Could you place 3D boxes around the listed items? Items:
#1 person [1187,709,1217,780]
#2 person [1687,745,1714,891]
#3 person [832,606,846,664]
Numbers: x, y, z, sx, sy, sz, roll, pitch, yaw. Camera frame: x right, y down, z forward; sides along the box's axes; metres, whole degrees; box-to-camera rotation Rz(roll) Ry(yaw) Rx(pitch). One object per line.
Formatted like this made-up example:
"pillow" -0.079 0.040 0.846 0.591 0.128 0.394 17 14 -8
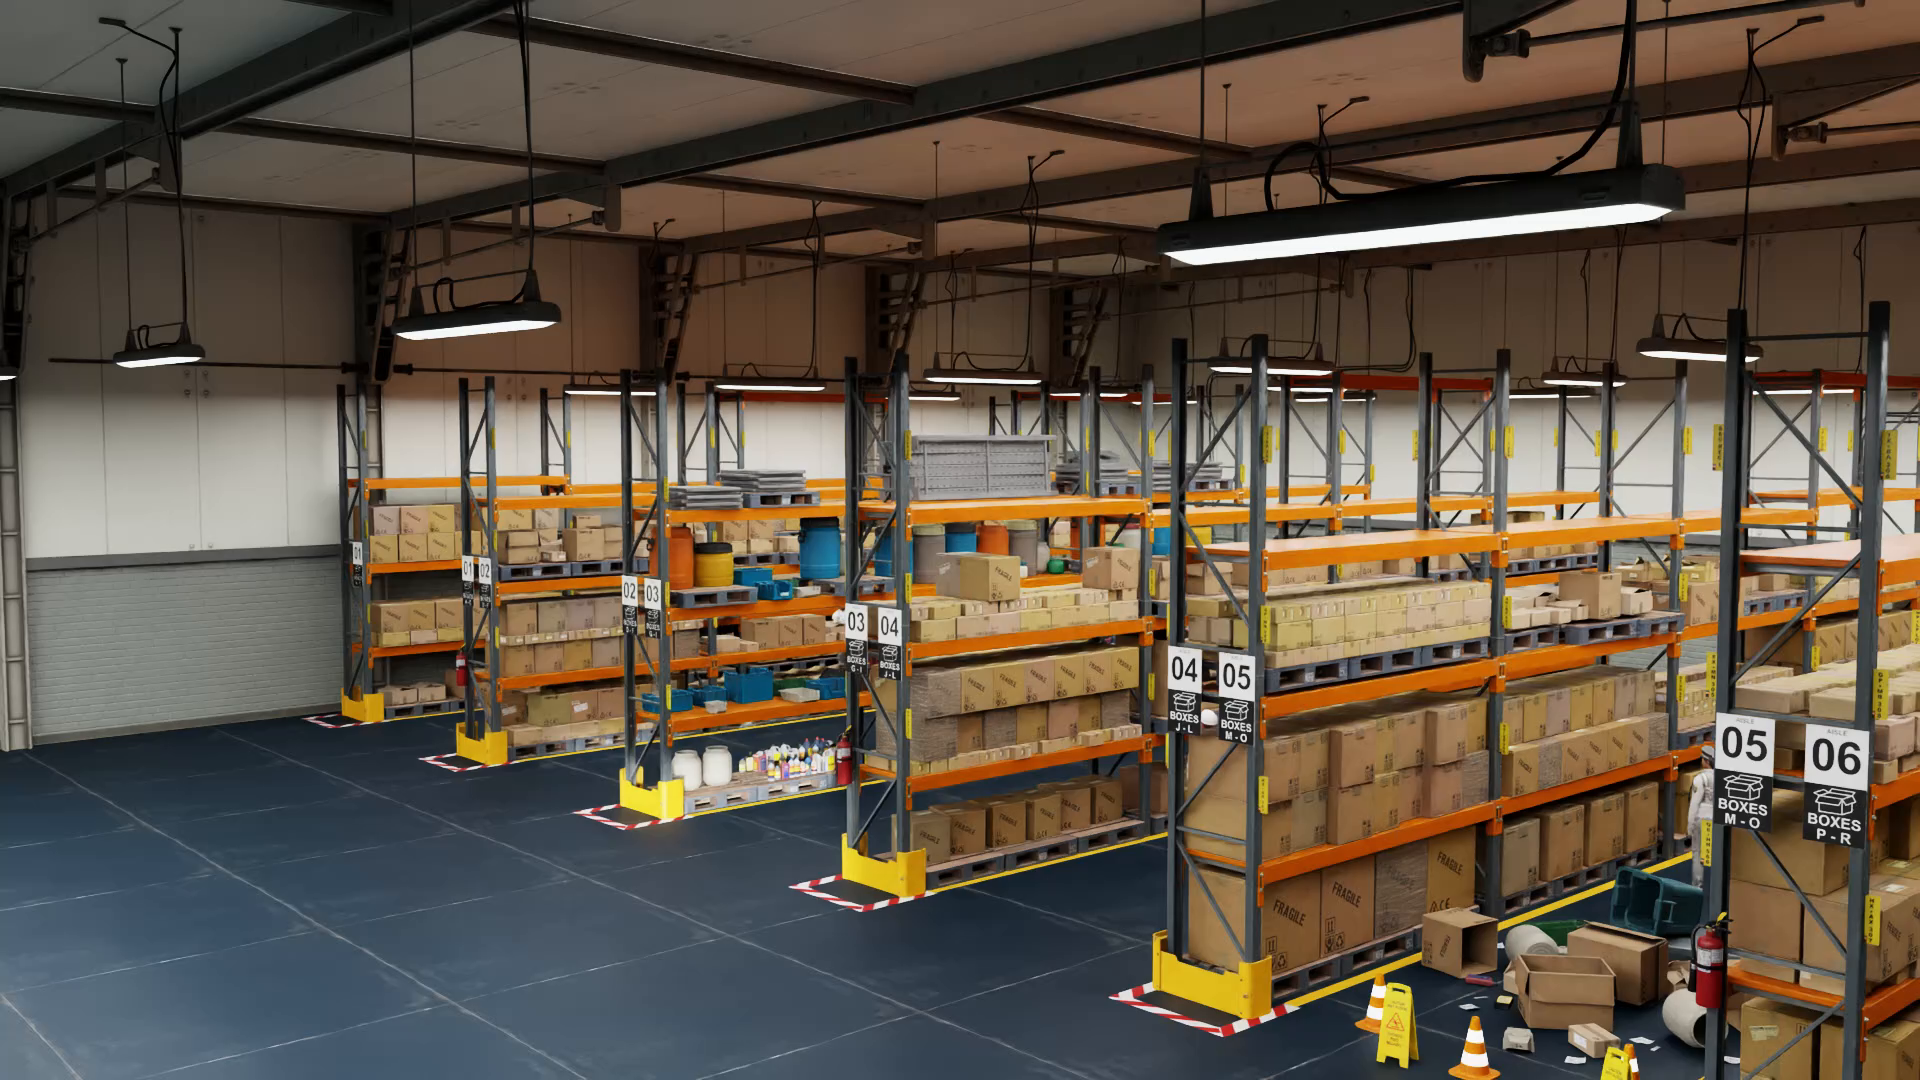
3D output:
"person" 2.908 2.950 20.223 0.460 1.778 0.608 1 4 21
"person" 8.331 3.112 18.526 0.489 1.674 0.544 1 4 9
"person" -2.406 2.066 34.944 0.580 1.683 0.572 0 4 -4
